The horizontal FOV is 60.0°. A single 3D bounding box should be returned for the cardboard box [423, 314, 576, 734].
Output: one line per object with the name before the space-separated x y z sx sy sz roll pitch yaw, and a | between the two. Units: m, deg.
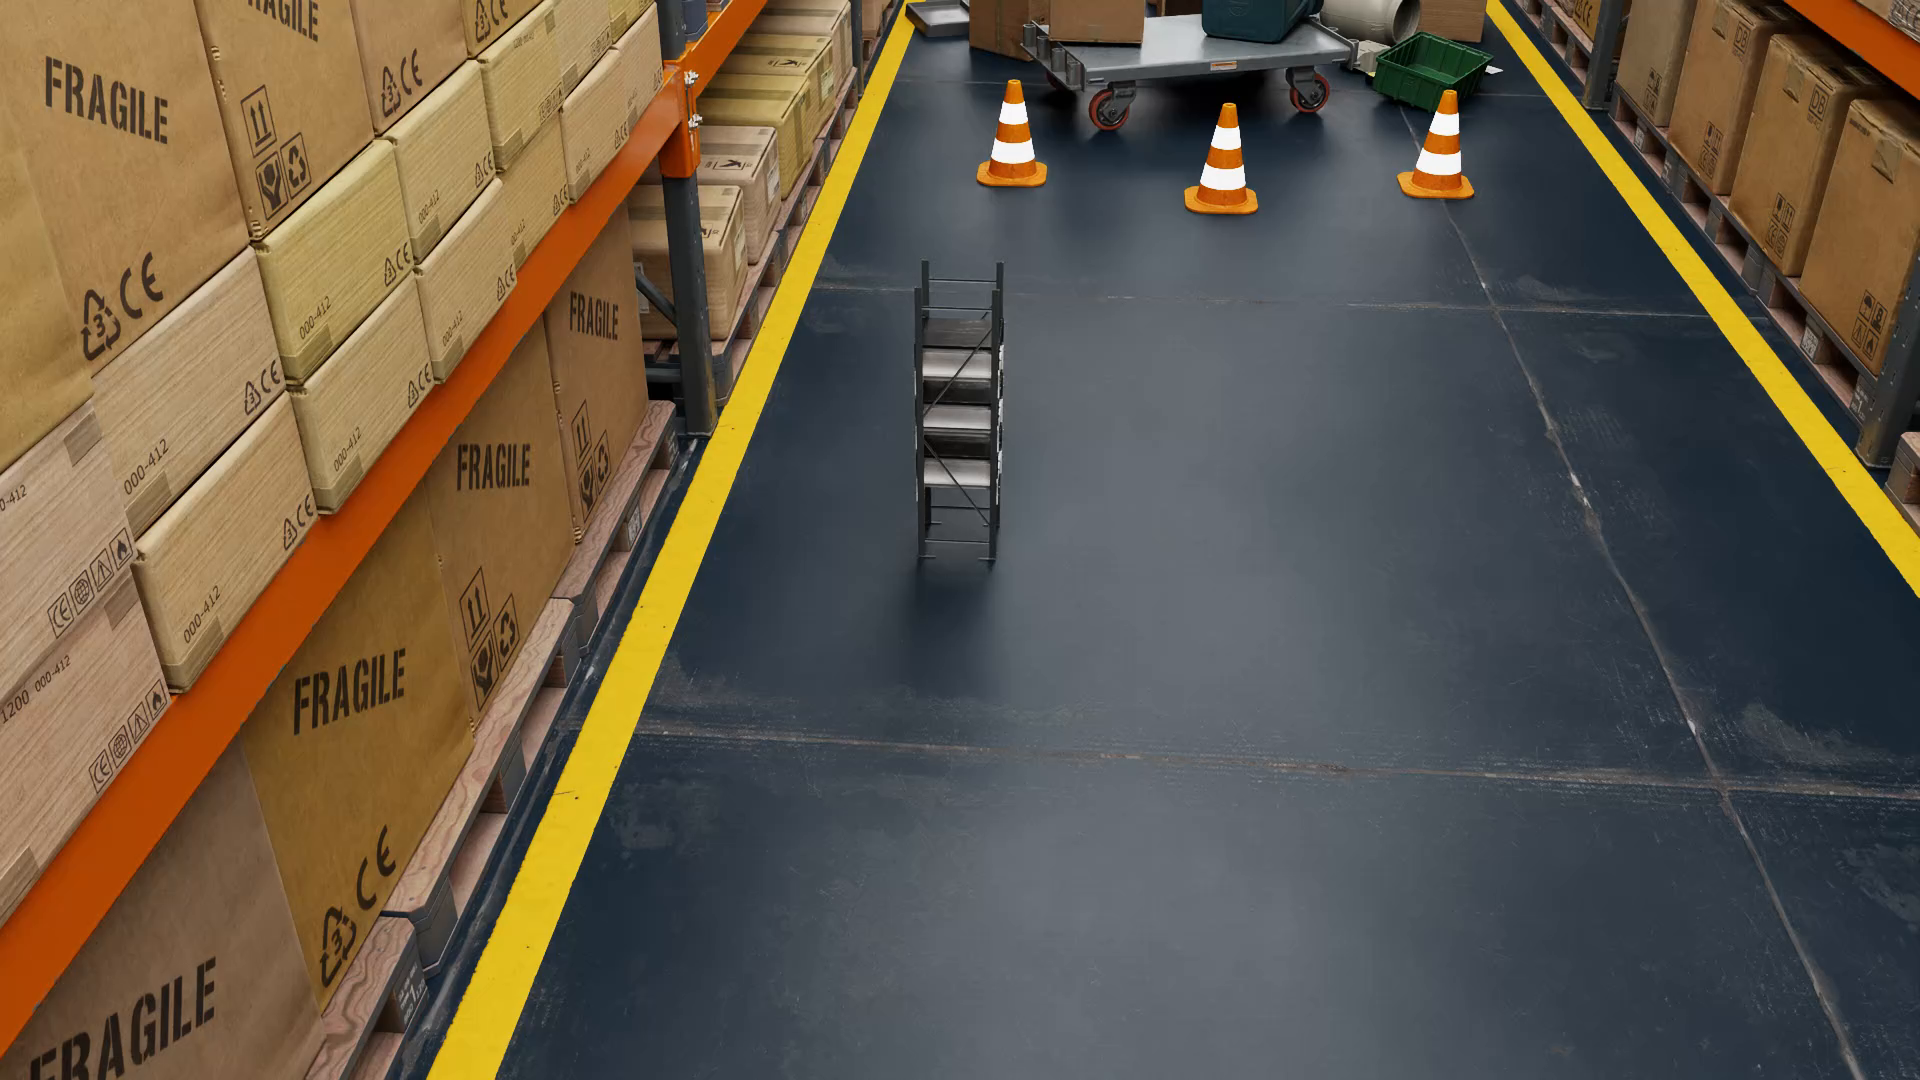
cardboard box | -1.580 -0.134 4.234 0.875 0.875 0.875 3 32 5

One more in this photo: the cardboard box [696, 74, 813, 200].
cardboard box | -1.189 -1.822 7.451 0.950 0.372 0.625 3 32 6

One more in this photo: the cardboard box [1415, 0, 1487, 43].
cardboard box | 3.006 -3.409 10.303 0.500 0.500 0.500 8 32 12

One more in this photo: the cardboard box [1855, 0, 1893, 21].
cardboard box | 3.388 -2.076 5.664 0.500 0.500 0.500 2 32 4

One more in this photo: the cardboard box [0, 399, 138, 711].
cardboard box | -1.373 0.041 1.991 0.500 0.250 0.500 2 32 3

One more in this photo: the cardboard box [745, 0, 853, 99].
cardboard box | -1.079 -2.561 8.651 0.950 0.372 0.625 3 32 5

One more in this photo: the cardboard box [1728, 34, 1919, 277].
cardboard box | 3.784 -1.518 6.599 1.050 0.750 0.750 3 32 5

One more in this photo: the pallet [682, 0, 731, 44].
pallet | -1.413 -1.979 5.786 1.213 0.211 1.003 2 32 4

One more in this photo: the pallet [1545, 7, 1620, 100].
pallet | 4.043 -2.824 9.631 1.003 0.211 1.213 2 32 4

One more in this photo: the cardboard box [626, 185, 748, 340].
cardboard box | -1.309 -1.039 6.181 0.950 0.372 0.625 0 32 1

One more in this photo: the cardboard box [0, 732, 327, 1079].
cardboard box | -1.720 0.806 2.708 0.875 0.875 0.875 3 32 6

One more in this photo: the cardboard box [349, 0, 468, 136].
cardboard box | -1.275 -1.078 3.092 0.500 0.500 0.500 2 32 3

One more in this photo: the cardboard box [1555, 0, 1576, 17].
cardboard box | 4.093 -3.689 10.001 0.875 0.875 0.875 3 32 4

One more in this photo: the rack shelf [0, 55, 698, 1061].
rack shelf | -1.527 -0.332 3.615 1.077 0.370 4.000 2 32 4

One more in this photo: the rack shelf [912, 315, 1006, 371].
rack shelf | -0.001 -0.580 4.883 0.258 0.077 0.200 2 32 4

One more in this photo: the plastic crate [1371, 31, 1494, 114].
plastic crate | 2.611 -2.591 9.221 0.450 0.188 0.662 29 41 23

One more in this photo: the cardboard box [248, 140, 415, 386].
cardboard box | -1.291 -0.496 2.862 0.500 0.250 0.500 3 32 5

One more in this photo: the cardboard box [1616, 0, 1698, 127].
cardboard box | 3.942 -2.510 8.207 1.050 0.750 0.750 2 32 4

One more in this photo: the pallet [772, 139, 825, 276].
pallet | -1.198 -1.542 7.550 1.003 0.211 1.213 2 32 4

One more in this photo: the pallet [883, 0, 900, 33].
pallet | -0.923 -3.581 10.859 1.003 0.211 1.213 2 32 4

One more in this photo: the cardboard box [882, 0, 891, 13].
cardboard box | -0.690 -3.360 10.064 0.500 0.250 0.500 4 32 7

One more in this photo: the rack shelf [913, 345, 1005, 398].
rack shelf | -0.001 -0.504 4.930 0.258 0.077 0.200 2 32 4

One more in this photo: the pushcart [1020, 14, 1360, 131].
pushcart | 1.238 -2.588 9.090 1.648 0.377 0.936 -8 33 -13

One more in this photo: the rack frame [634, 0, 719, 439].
rack frame | -1.365 -1.684 5.123 1.000 3.000 0.127 2 32 4

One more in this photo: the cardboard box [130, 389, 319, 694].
cardboard box | -1.351 -0.018 2.563 0.500 0.250 0.500 2 32 3

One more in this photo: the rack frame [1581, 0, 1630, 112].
rack frame | 3.903 -3.617 8.260 1.000 3.000 0.127 2 32 4

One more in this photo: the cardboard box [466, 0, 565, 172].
cardboard box | -1.210 -1.032 3.732 0.500 0.250 0.500 2 32 3

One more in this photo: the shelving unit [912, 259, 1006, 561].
shelving unit | -0.001 -0.379 5.007 0.258 0.900 0.210 2 32 4

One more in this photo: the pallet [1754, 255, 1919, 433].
pallet | 3.717 -0.747 6.261 1.003 0.211 1.213 2 32 4

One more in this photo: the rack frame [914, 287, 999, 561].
rack frame | -0.009 -0.326 4.921 0.240 0.900 0.006 2 32 4

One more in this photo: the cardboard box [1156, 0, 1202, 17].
cardboard box | 1.599 -3.346 10.071 0.797 0.637 0.503 2 32 4

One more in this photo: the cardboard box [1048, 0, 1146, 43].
cardboard box | 0.738 -2.973 8.877 0.500 0.500 0.500 2 32 4

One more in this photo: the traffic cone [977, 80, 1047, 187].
traffic cone | 0.255 -1.987 8.034 0.336 0.463 0.334 2 32 4

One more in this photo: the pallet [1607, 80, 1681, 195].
pallet | 3.915 -2.023 8.332 1.003 0.211 1.213 2 32 4

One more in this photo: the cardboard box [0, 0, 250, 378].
cardboard box | -1.354 -0.546 2.228 0.500 0.500 0.500 2 32 4

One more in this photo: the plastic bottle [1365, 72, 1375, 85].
plastic bottle | 2.421 -2.575 9.370 0.133 0.061 0.283 -14 34 -21

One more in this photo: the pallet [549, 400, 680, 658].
pallet | -1.504 -0.088 5.191 1.003 0.211 1.213 2 32 4

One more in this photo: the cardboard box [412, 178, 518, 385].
cardboard box | -1.243 -0.546 3.420 0.500 0.250 0.500 2 32 3

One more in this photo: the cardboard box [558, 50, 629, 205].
cardboard box | -1.173 -1.077 4.281 0.500 0.250 0.500 3 32 5

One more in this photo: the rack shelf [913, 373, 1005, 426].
rack shelf | -0.001 -0.427 4.977 0.258 0.077 0.200 2 32 4

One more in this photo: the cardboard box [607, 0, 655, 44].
cardboard box | -1.151 -1.569 4.603 0.500 0.250 0.500 2 32 4

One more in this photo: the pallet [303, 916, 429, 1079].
pallet | -1.703 1.188 3.121 1.003 0.211 1.213 2 32 4
